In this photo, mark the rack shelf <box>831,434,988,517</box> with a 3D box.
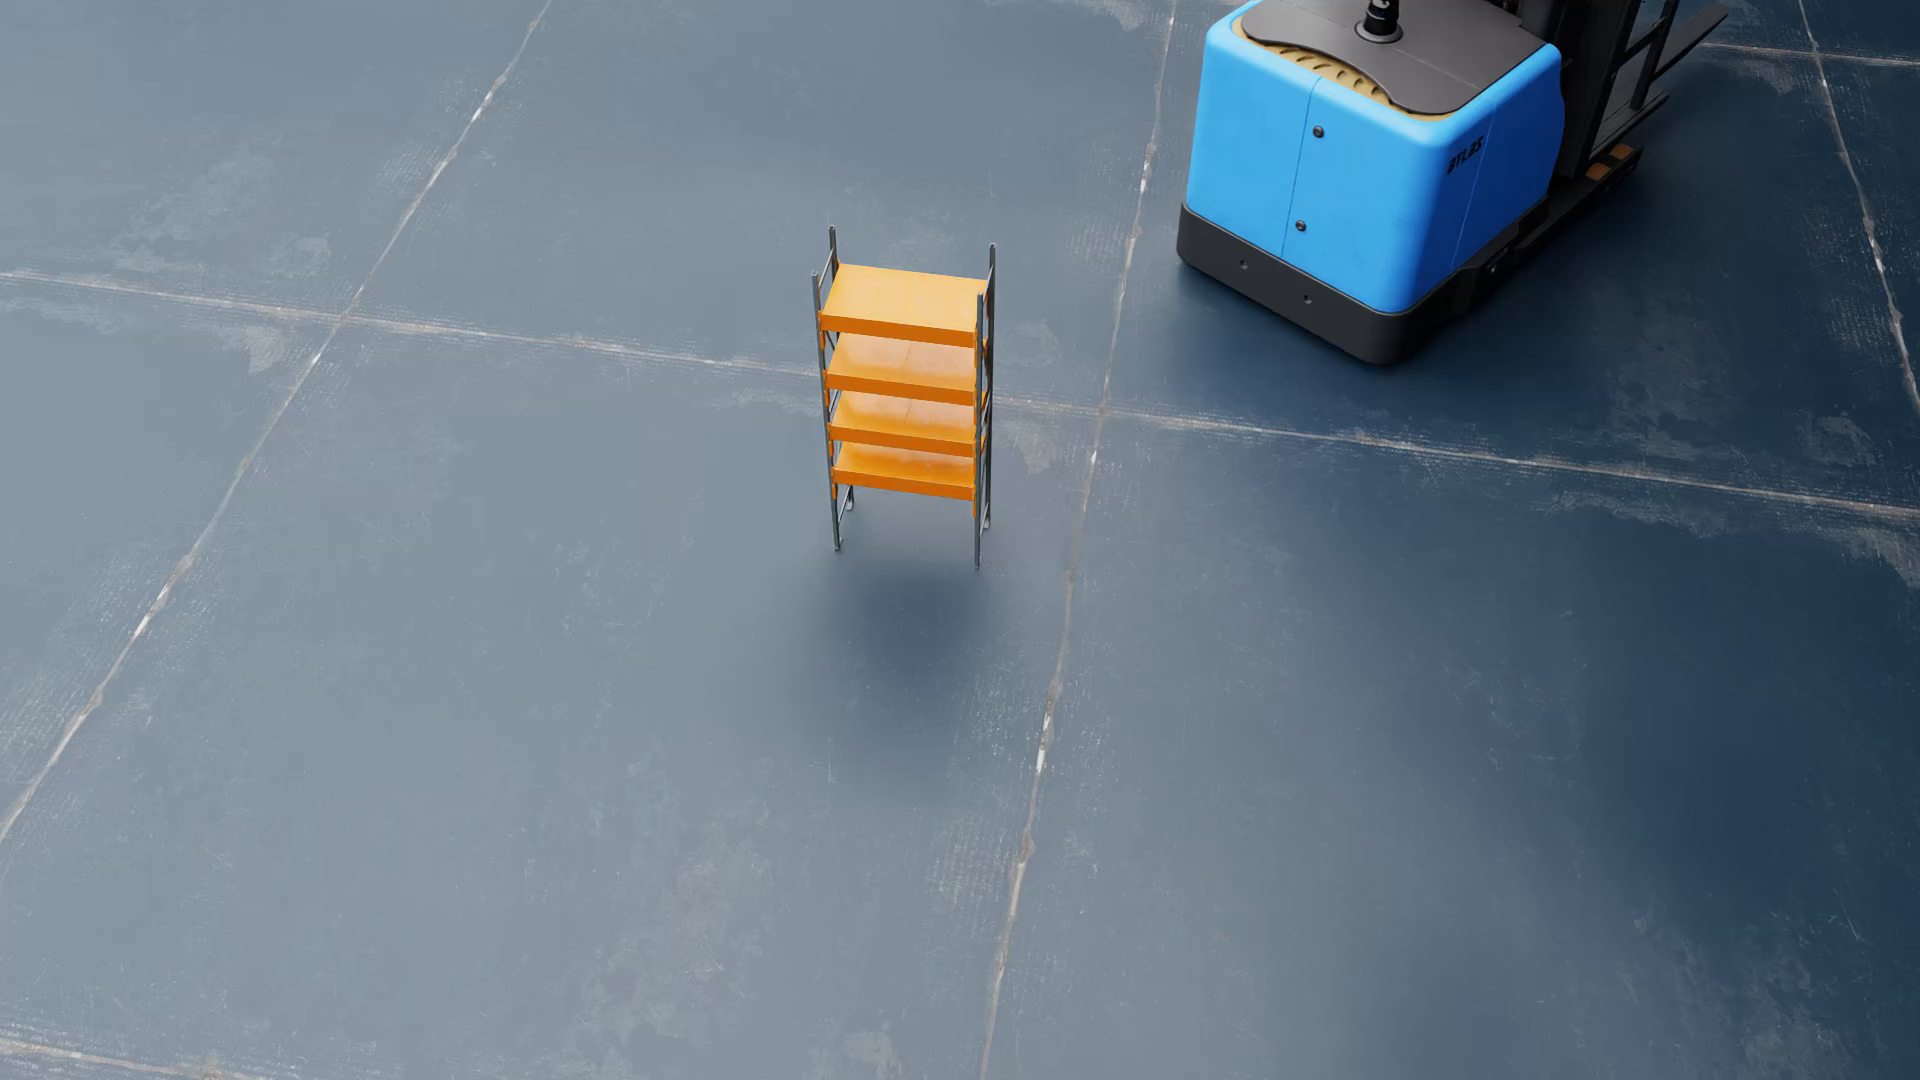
[{"bbox_3d":[-0.163,-0.245,5.521,0.480,0.148,0.258,8,49,7],"label":"rack shelf"}]

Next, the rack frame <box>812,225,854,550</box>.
[{"bbox_3d":[-0.403,-0.455,5.352,0.015,1.200,0.240,8,49,7],"label":"rack frame"}]

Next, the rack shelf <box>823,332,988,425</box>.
[{"bbox_3d":[-0.163,-0.527,5.207,0.480,0.148,0.258,8,49,7],"label":"rack shelf"}]

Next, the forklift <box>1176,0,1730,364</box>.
[{"bbox_3d":[2.254,-2.640,6.152,1.130,2.935,3.031,36,57,28],"label":"forklift"}]

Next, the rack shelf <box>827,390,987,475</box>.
[{"bbox_3d":[-0.163,-0.378,5.373,0.480,0.148,0.258,8,49,7],"label":"rack shelf"}]

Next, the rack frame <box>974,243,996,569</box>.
[{"bbox_3d":[0.077,-0.391,5.294,0.015,1.200,0.240,8,49,7],"label":"rack frame"}]

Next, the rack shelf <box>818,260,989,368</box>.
[{"bbox_3d":[-0.163,-0.686,5.031,0.480,0.148,0.258,8,49,7],"label":"rack shelf"}]

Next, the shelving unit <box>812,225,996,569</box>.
[{"bbox_3d":[-0.163,-0.423,5.323,0.503,1.200,0.258,8,49,7],"label":"shelving unit"}]
